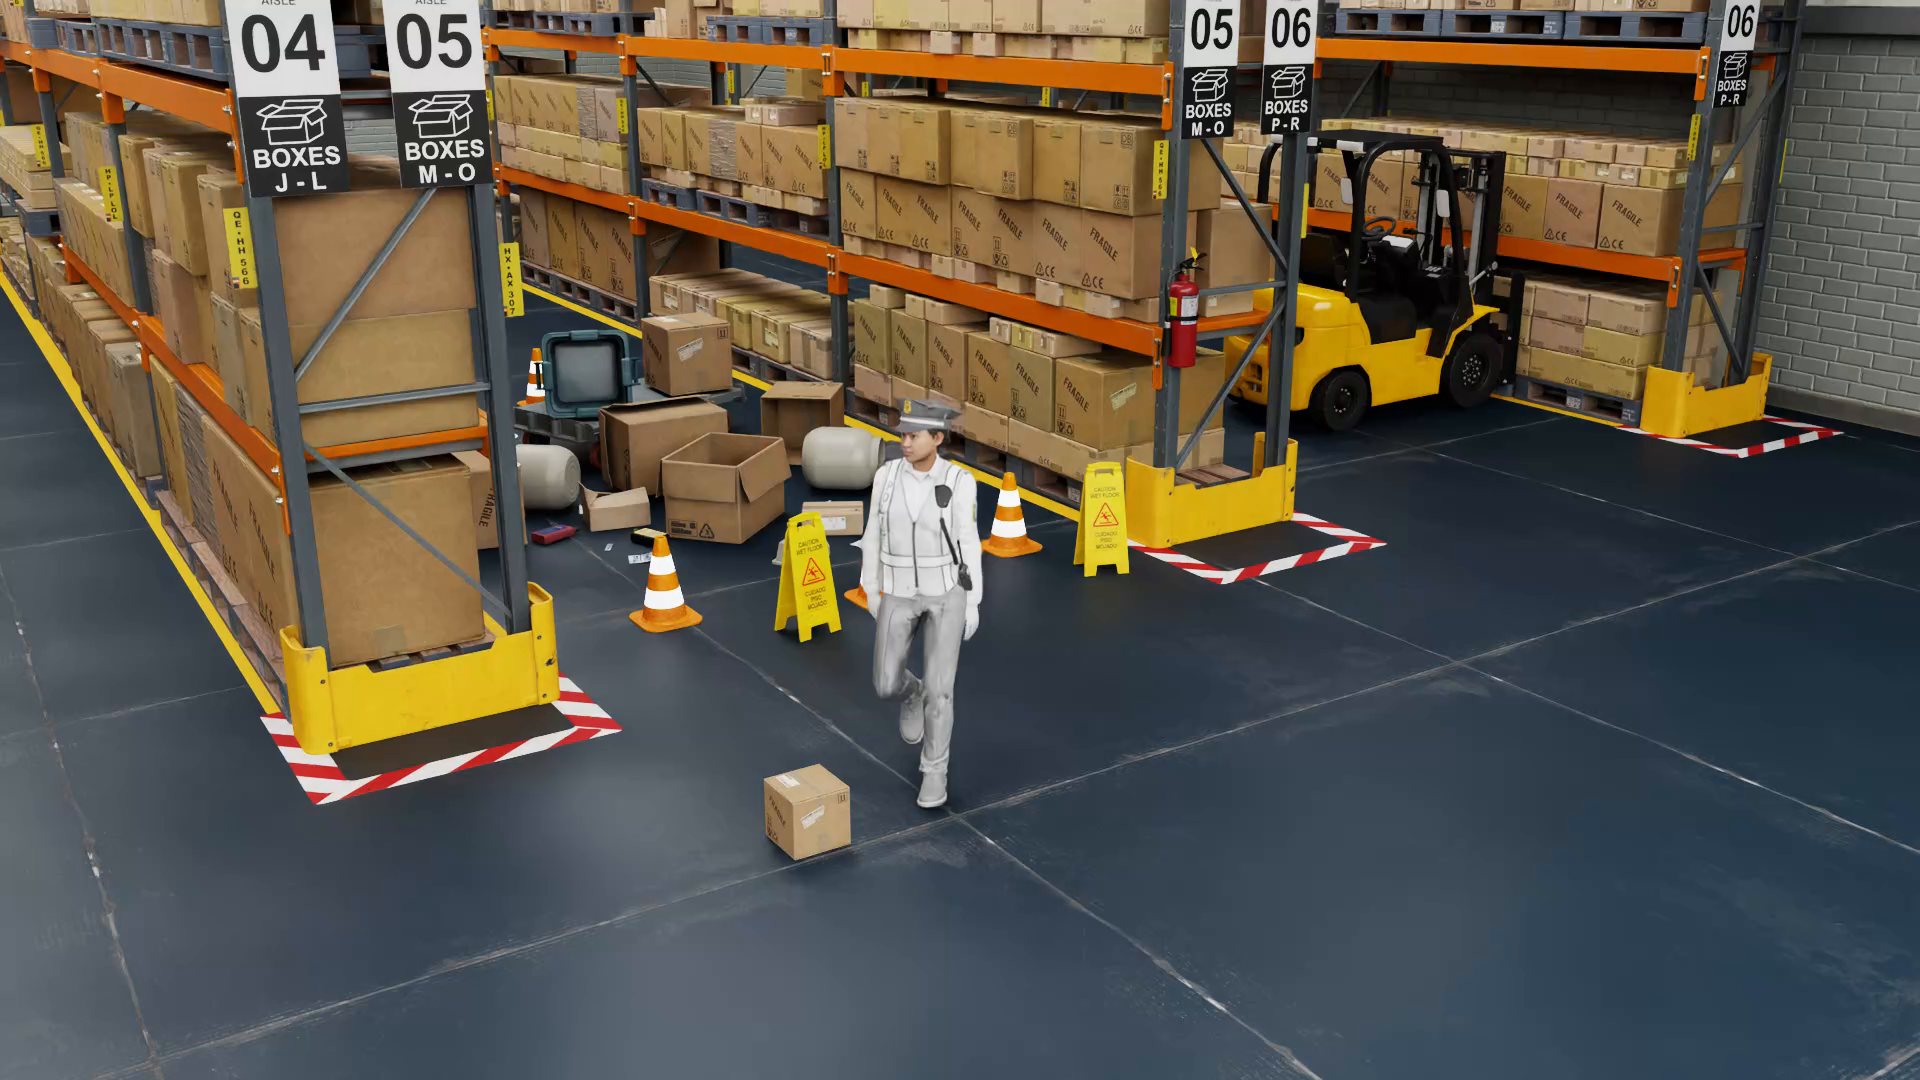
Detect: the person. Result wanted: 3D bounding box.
[{"bbox_3d":[-0.153,0.213,6.846,0.505,1.669,0.650,3,18,9],"label":"person"}]
